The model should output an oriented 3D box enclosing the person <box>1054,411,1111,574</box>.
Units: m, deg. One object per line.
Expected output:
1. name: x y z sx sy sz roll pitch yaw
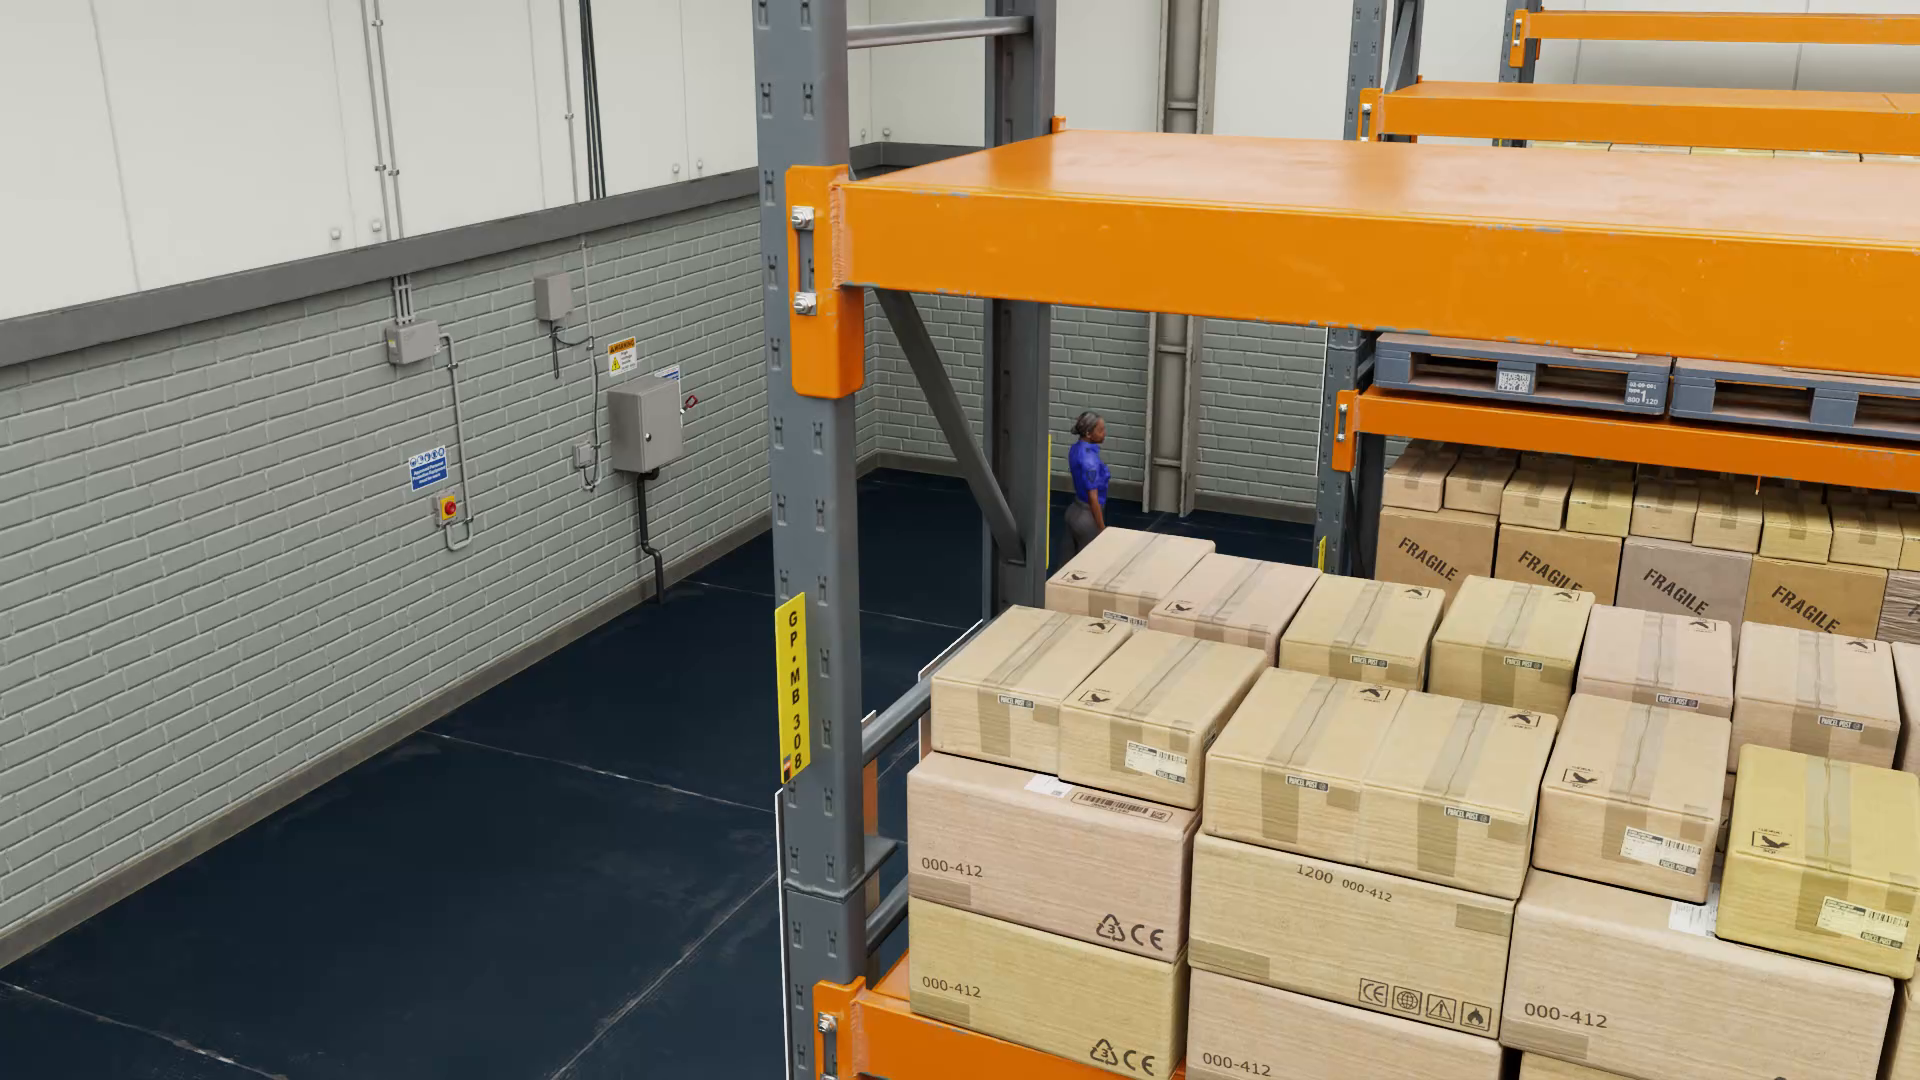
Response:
1. person: 0.914 -0.122 11.908 0.554 1.653 0.609 -5 20 -13
